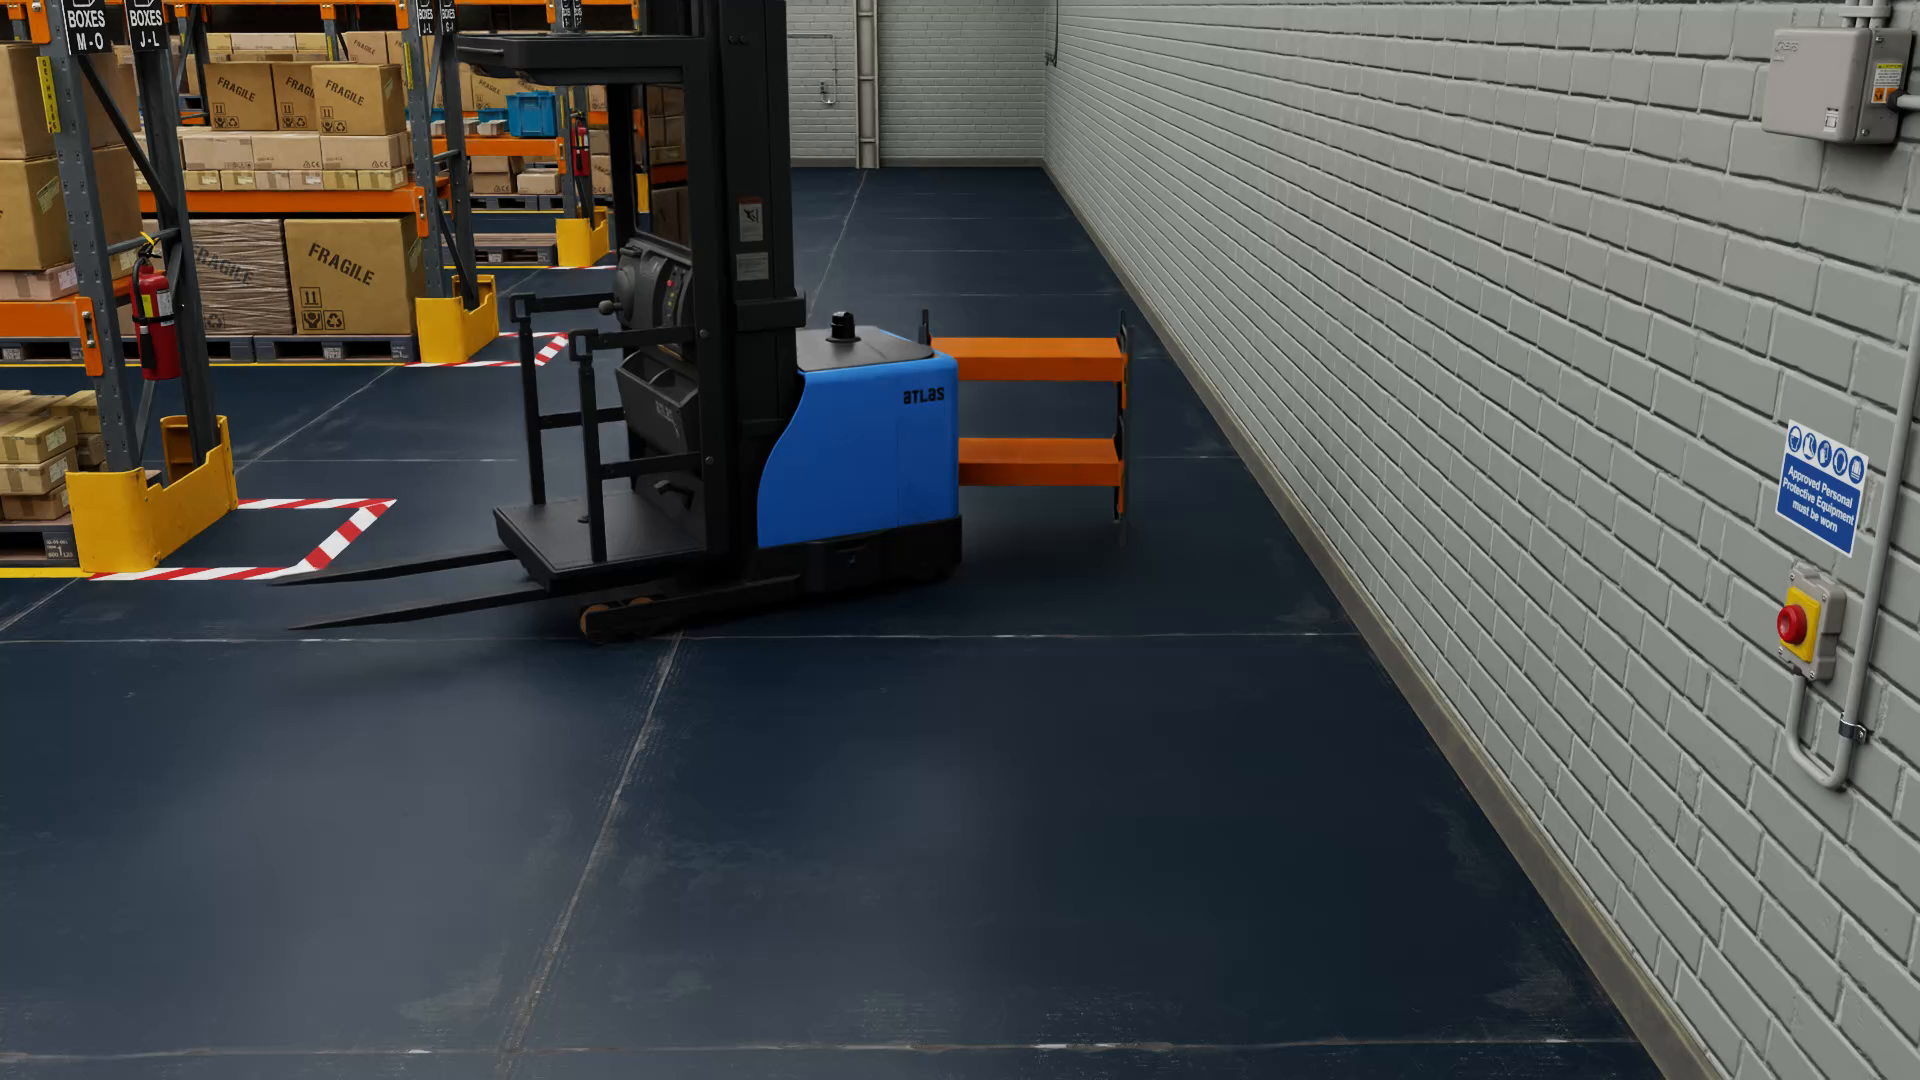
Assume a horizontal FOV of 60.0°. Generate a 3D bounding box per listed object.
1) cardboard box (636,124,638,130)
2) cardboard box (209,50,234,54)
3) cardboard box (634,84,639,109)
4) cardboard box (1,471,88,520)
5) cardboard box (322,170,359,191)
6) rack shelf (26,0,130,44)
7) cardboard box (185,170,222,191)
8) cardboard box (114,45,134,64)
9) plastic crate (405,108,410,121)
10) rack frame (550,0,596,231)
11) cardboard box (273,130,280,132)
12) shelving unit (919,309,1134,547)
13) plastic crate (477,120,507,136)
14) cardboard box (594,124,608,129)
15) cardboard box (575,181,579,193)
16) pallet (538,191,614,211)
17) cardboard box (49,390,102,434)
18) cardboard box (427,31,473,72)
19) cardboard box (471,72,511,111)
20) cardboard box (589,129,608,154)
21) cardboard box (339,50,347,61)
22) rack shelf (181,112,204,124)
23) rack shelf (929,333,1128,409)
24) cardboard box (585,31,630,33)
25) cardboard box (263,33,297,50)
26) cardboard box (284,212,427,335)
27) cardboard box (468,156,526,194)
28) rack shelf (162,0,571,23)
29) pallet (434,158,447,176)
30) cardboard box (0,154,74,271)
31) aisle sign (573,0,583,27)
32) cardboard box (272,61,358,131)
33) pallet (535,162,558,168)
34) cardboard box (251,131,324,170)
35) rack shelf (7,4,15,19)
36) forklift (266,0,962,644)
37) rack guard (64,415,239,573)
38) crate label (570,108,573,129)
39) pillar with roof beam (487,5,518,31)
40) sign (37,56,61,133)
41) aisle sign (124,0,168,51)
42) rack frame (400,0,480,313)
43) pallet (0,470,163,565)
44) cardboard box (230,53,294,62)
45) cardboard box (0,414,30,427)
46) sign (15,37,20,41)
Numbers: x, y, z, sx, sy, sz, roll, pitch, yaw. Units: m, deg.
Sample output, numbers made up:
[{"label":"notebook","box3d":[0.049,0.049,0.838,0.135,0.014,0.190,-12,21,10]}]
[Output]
[{"label":"cardboard box","box3d":[-5.333,-6.729,26.956,0.250,0.149,0.380,0,18,1]},{"label":"cardboard box","box3d":[-11.763,-7.586,26.603,0.500,0.500,0.500,0,18,1]},{"label":"cardboard box","box3d":[-4.619,-6.115,22.536,0.500,0.500,0.500,0,18,0]},{"label":"cardboard box","box3d":[-4.564,-0.224,8.316,0.250,0.149,0.380,0,18,0]},{"label":"cardboard box","box3d":[-4.629,-2.740,12.589,0.250,0.149,0.380,0,18,0]},{"label":"rack shelf","box3d":[-6.041,-2.524,7.773,4.000,0.370,1.077,0,18,-1]},{"label":"cardboard box","box3d":[-5.650,-2.735,12.573,0.250,0.149,0.380,0,18,-1]},{"label":"cardboard box","box3d":[-13.280,-7.704,26.769,0.500,0.500,0.700,-2,18,-6]},{"label":"plastic crate","box3d":[-5.965,-4.517,17.892,0.300,0.233,0.416,0,18,-1]},{"label":"rack frame","box3d":[-4.097,-4.476,17.591,0.127,3.000,1.000,0,18,-1]},{"label":"cardboard box","box3d":[-5.525,-3.108,13.084,0.500,0.250,0.500,-1,18,-3]},{"label":"shelving unit","box3d":[0.326,-0.581,8.517,1.048,1.125,0.538,0,18,1]},{"label":"plastic crate","box3d":[-4.909,-4.320,17.437,0.243,0.136,0.396,0,18,-1]},{"label":"cardboard box","box3d":[-5.841,-6.843,27.312,0.250,0.149,0.380,0,18,0]},{"label":"cardboard box","box3d":[-5.117,-4.797,22.509,0.250,0.166,0.380,0,18,-1]},{"label":"pallet","box3d":[-5.044,-4.657,22.719,1.213,0.211,1.003,0,18,-1]},{"label":"cardboard box","box3d":[-4.571,-0.675,8.747,0.250,0.149,0.380,-1,18,-3]},{"label":"cardboard box","box3d":[-6.665,-6.415,21.833,0.500,0.500,0.500,-1,18,-2]},{"label":"cardboard box","box3d":[-6.136,-5.945,22.005,0.500,0.500,0.500,-1,18,-2]},{"label":"cardboard box","box3d":[-5.955,-6.473,27.219,0.500,0.500,0.700,-1,18,-3]},{"label":"cardboard box","box3d":[-9.723,-7.597,26.636,0.500,0.500,0.500,0,18,-1]},{"label":"rack shelf","box3d":[-10.171,-5.618,22.326,4.000,0.370,1.077,0,18,-1]},{"label":"rack shelf","box3d":[0.326,-0.860,8.428,1.000,0.278,0.538,0,18,1]},{"label":"cardboard box","box3d":[-4.612,-6.427,21.870,0.500,0.500,0.500,0,18,-1]},{"label":"cardboard box","box3d":[-10.757,-7.949,26.506,0.500,0.250,0.500,0,18,0]},{"label":"cardboard box","box3d":[-4.657,-2.124,13.050,0.875,0.875,0.875,0,18,-1]},{"label":"cardboard box","box3d":[-6.292,-5.001,22.594,0.637,0.503,0.797,0,18,-1]},{"label":"rack shelf","box3d":[-6.097,-5.552,17.212,4.000,0.370,1.077,0,18,-1]},{"label":"pallet","box3d":[-9.023,-6.128,27.305,1.213,0.211,1.003,0,18,-1]},{"label":"cardboard box","box3d":[-4.487,-1.557,7.839,0.500,0.500,0.500,0,18,0]},{"label":"aisle sign","box3d":[-4.030,-5.805,17.477,0.004,0.787,0.394,0,18,-1]},{"label":"cardboard box","box3d":[-5.003,-3.468,12.980,0.500,0.500,0.500,-1,18,-2]},{"label":"pallet","box3d":[-6.268,-6.141,27.347,1.213,0.211,1.003,0,18,-1]},{"label":"cardboard box","box3d":[-5.006,-2.948,12.585,0.500,0.250,0.500,-1,18,-2]},{"label":"rack shelf","box3d":[-14.170,-7.027,21.808,4.000,0.370,1.077,0,18,-1]},{"label":"forklift","box3d":[-1.537,-1.133,7.282,3.031,2.935,1.130,-9,20,-27]},{"label":"rack guard","box3d":[-4.117,-0.257,8.532,0.348,0.500,1.175,0,18,-1]},{"label":"crate label","box3d":[-4.349,-4.524,17.917,0.303,0.233,0.416,0,18,-1]},{"label":"pillar with roof beam","box3d":[-7.499,-9.292,22.782,0.400,9.000,9.100,0,18,-1]},{"label":"sign","box3d":[-4.053,-1.980,7.397,0.005,0.325,0.100,0,18,-1]},{"label":"aisle sign","box3d":[-3.973,-2.778,8.041,0.004,0.787,0.394,0,18,-1]},{"label":"rack frame","box3d":[-4.019,-2.963,12.875,0.127,3.000,1.000,0,18,-1]},{"label":"pallet","box3d":[-4.930,-0.127,8.597,1.213,0.211,1.003,0,18,-1]},{"label":"cardboard box","box3d":[-9.335,-6.261,22.302,0.500,0.500,0.700,3,18,8]},{"label":"cardboard box","box3d":[-4.819,-0.510,8.233,0.250,0.149,0.380,0,18,0]},{"label":"sign","box3d":[-12.158,-6.332,21.481,0.005,0.325,0.100,0,18,-1]}]
